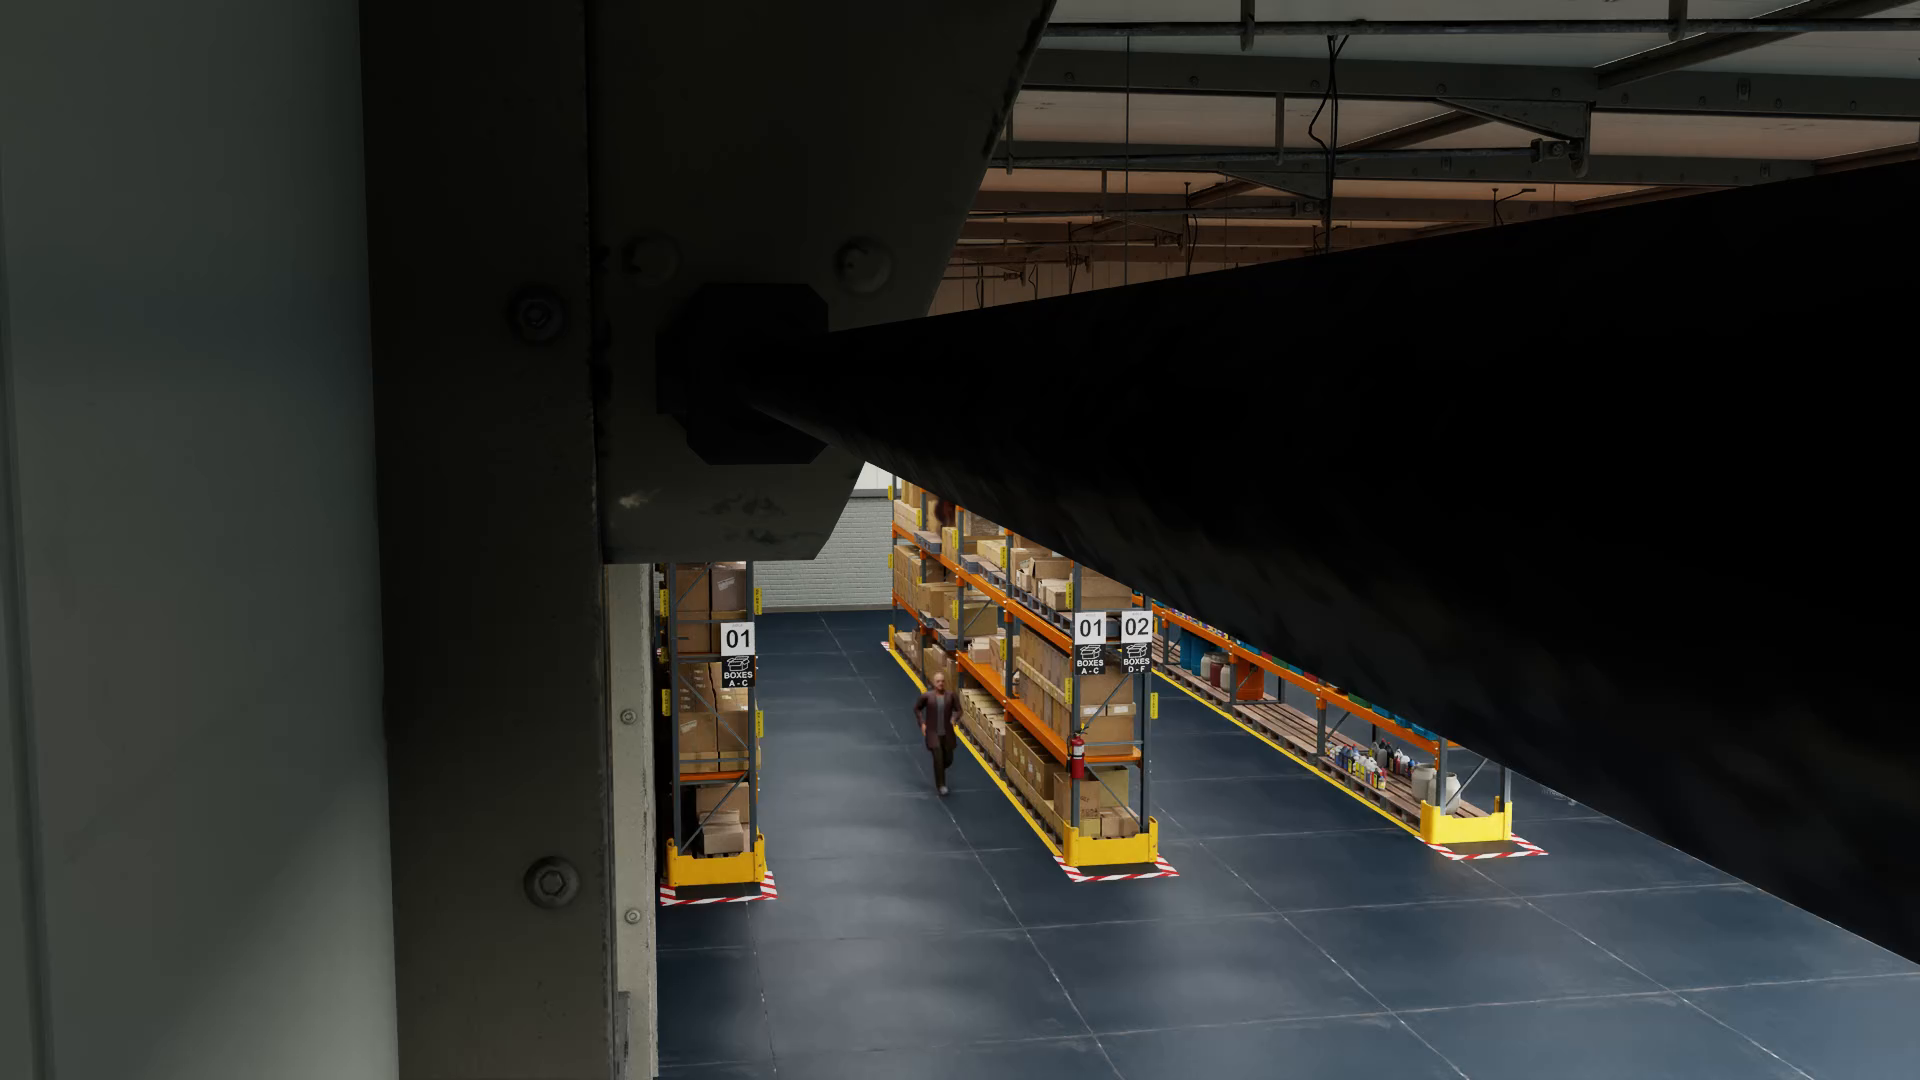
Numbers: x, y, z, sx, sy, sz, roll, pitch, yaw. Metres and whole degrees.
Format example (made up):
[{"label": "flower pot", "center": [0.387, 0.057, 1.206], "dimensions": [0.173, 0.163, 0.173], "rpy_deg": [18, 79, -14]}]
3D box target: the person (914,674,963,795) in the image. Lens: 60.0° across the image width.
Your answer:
[{"label": "person", "center": [-0.314, 2.822, 24.439], "dimensions": [0.709, 1.740, 0.799], "rpy_deg": [-1, 6, -11]}]
